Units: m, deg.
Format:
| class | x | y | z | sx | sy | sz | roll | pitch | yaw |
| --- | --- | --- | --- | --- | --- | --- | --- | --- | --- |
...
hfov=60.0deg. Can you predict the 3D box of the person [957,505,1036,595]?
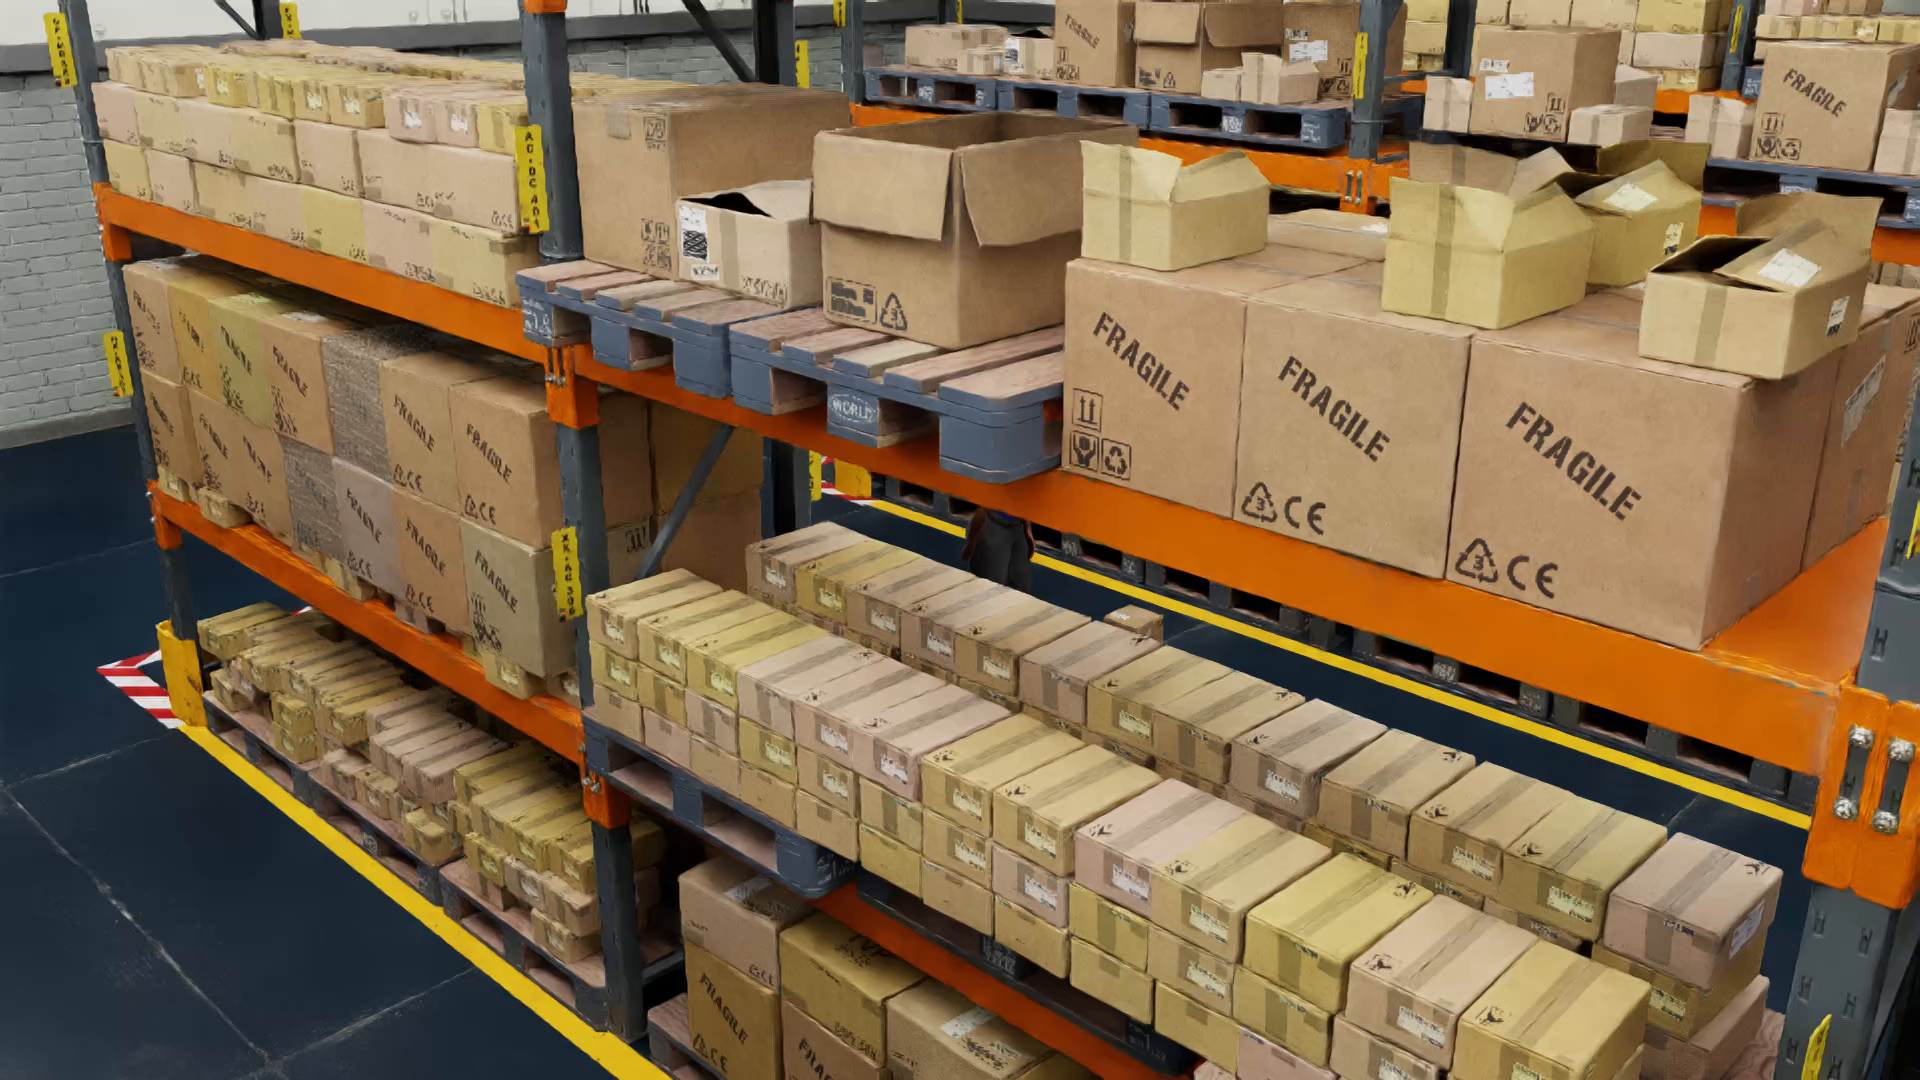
| class | x | y | z | sx | sy | sz | roll | pitch | yaw |
| --- | --- | --- | --- | --- | --- | --- | --- | --- | --- |
| person | 0.208 | -0.013 | 9.157 | 0.600 | 1.635 | 0.448 | 9 | 23 | 23 |
